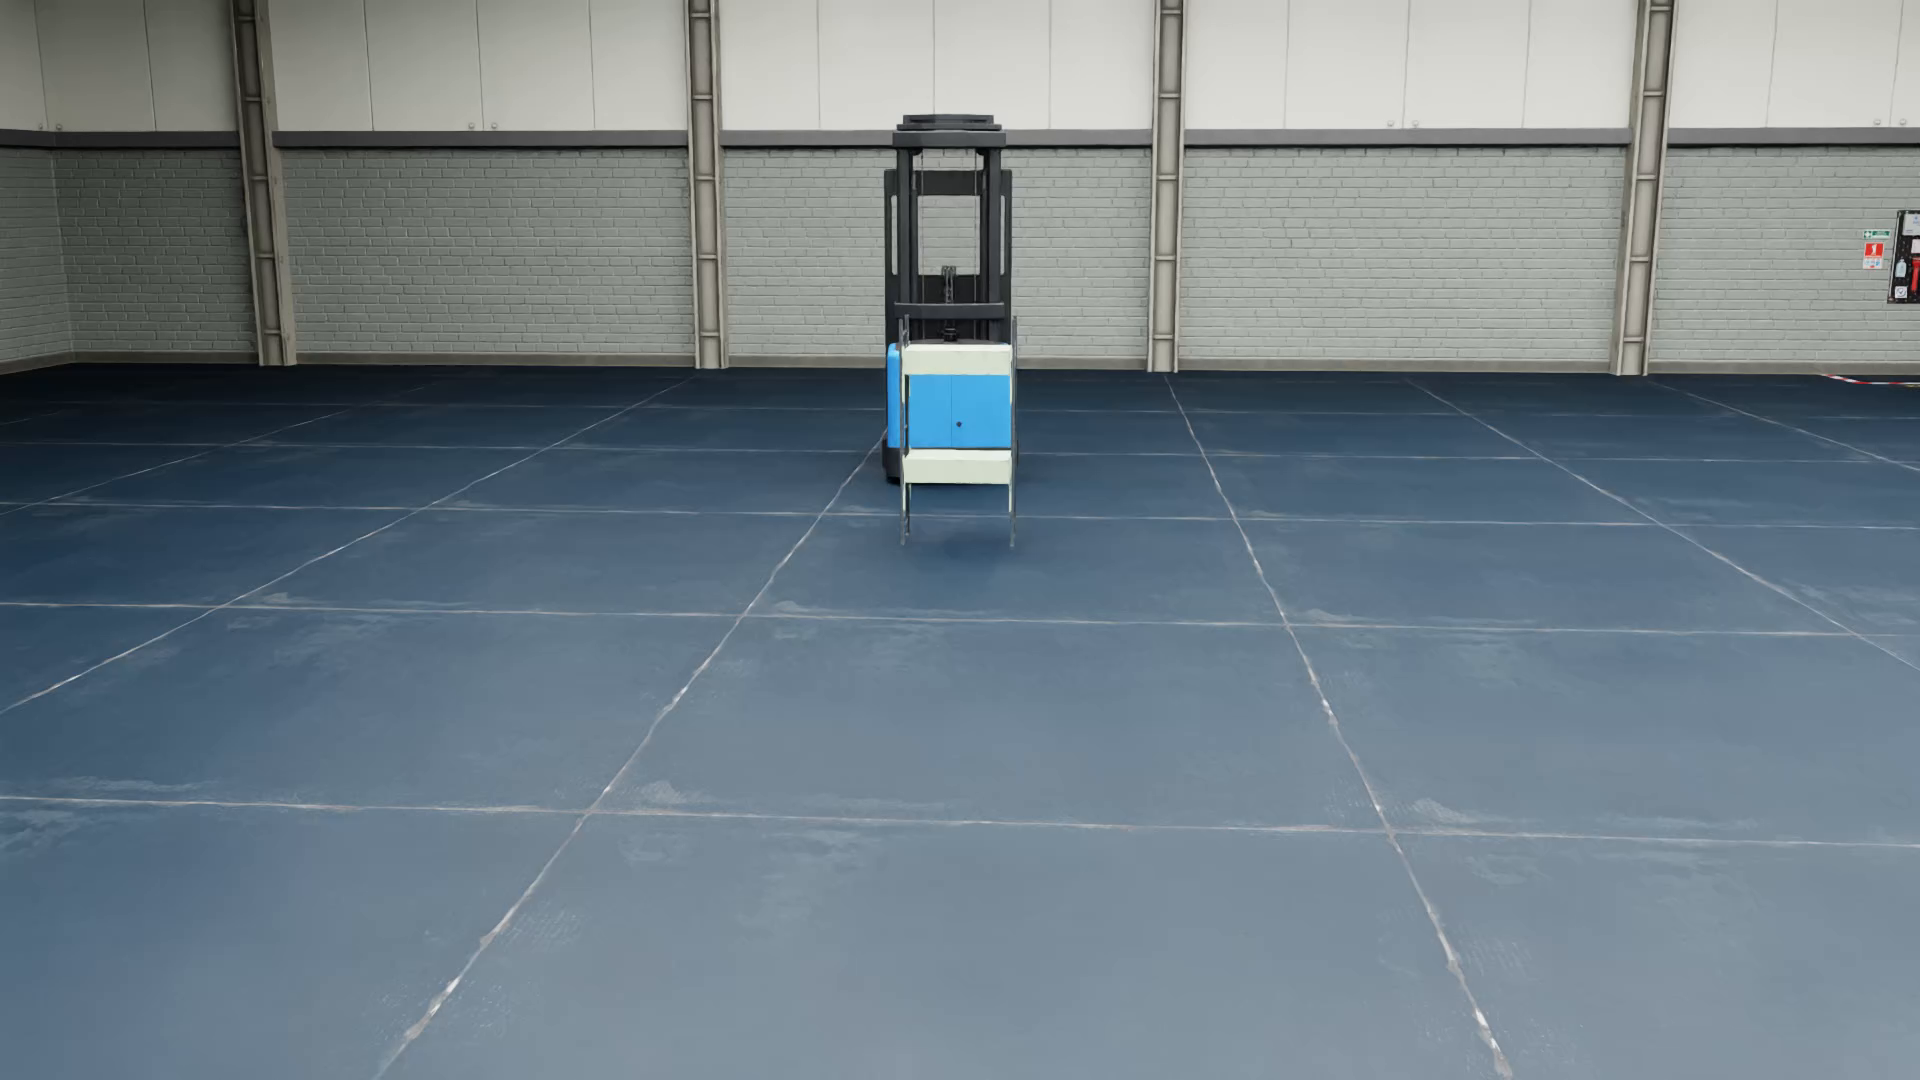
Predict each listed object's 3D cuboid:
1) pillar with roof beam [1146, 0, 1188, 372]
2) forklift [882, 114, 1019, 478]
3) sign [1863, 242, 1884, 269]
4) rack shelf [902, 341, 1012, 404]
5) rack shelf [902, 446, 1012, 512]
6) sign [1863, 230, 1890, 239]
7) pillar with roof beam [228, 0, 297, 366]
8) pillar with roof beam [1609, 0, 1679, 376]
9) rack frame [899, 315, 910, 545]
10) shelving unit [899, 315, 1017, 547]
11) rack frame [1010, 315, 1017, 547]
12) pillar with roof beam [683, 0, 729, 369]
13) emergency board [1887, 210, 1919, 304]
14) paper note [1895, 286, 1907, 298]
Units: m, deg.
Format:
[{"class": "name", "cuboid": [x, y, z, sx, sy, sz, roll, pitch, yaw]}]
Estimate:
[{"class": "pillar with roof beam", "cuboid": [2.377, -5.755, 16.803, 0.400, 9.000, 9.100, 1, 12, 4]}, {"class": "forklift", "cuboid": [-0.110, -2.178, 14.520, 1.130, 2.935, 3.031, 0, 12, -2]}, {"class": "sign", "cuboid": [11.630, -3.622, 21.169, 0.234, 0.329, 0.001, 1, 12, 4]}, {"class": "rack shelf", "cuboid": [-0.007, -1.116, 11.035, 0.720, 0.370, 0.431, 1, 12, 4]}, {"class": "rack shelf", "cuboid": [-0.007, -0.415, 11.182, 0.720, 0.370, 0.431, 1, 12, 4]}, {"class": "sign", "cuboid": [11.634, -3.879, 21.106, 0.331, 0.109, 0.001, 1, 12, 4]}, {"class": "pillar with roof beam", "cuboid": [-9.596, -5.919, 17.588, 0.400, 9.000, 9.100, 1, 12, 4]}, {"class": "pillar with roof beam", "cuboid": [8.364, -5.673, 16.411, 0.400, 9.000, 9.100, 1, 12, 4]}, {"class": "rack frame", "cuboid": [-0.372, -0.739, 11.139, 0.023, 1.500, 0.400, 1, 12, 4]}, {"class": "shelving unit", "cuboid": [-0.007, -0.734, 11.115, 0.755, 1.500, 0.431, 1, 12, 4]}, {"class": "rack frame", "cuboid": [0.359, -0.729, 11.091, 0.023, 1.500, 0.400, 1, 12, 4]}, {"class": "pillar with roof beam", "cuboid": [-3.610, -5.837, 17.195, 0.400, 9.000, 9.100, 1, 12, 4]}, {"class": "emergency board", "cuboid": [12.175, -3.576, 21.036, 0.643, 1.169, 0.194, 1, 12, 4]}, {"class": "paper note", "cuboid": [12.003, -3.161, 21.205, 0.142, 0.148, 0.016, 1, 12, 4]}]
